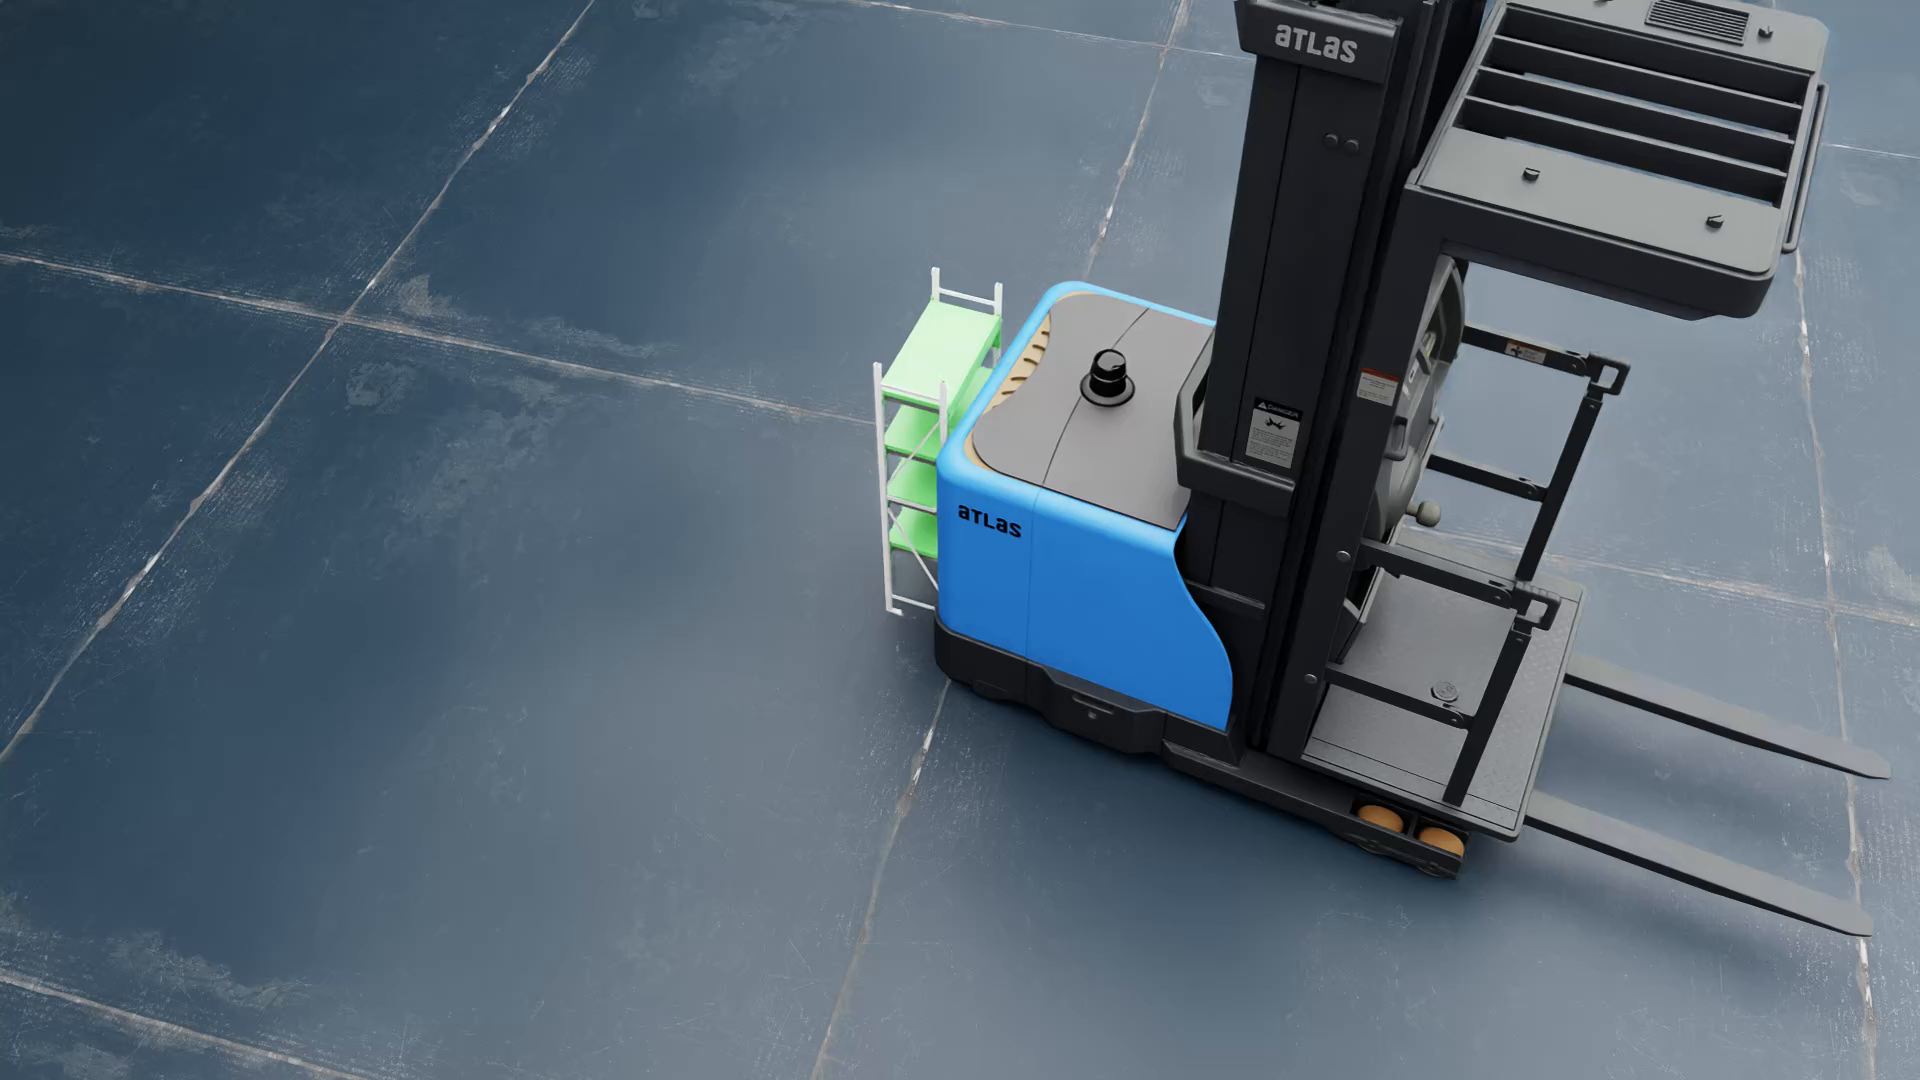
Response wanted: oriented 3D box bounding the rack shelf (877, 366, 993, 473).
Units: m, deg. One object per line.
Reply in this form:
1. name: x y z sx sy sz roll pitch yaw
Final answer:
1. rack shelf: -0.065 -0.403 5.570 0.258 0.148 0.480 16 51 14

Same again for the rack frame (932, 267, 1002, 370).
1. rack frame: 0.022 -0.457 5.853 0.240 1.200 0.015 16 51 14

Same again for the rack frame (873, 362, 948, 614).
1. rack frame: -0.153 -0.115 5.551 0.240 1.200 0.015 16 51 14

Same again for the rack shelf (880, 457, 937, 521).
1. rack shelf: -0.065 -0.244 5.750 0.258 0.148 0.480 16 51 14

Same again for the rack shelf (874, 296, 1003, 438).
1. rack shelf: -0.065 -0.561 5.390 0.258 0.148 0.480 16 51 14

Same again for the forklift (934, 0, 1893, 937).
1. forklift: 1.471 -0.357 4.611 3.031 2.935 1.130 19 51 16

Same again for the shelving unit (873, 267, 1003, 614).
1. shelving unit: -0.065 -0.286 5.702 0.258 1.200 0.503 16 51 14

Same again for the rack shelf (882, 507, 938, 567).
1. rack shelf: -0.065 -0.085 5.930 0.258 0.148 0.480 16 51 14
